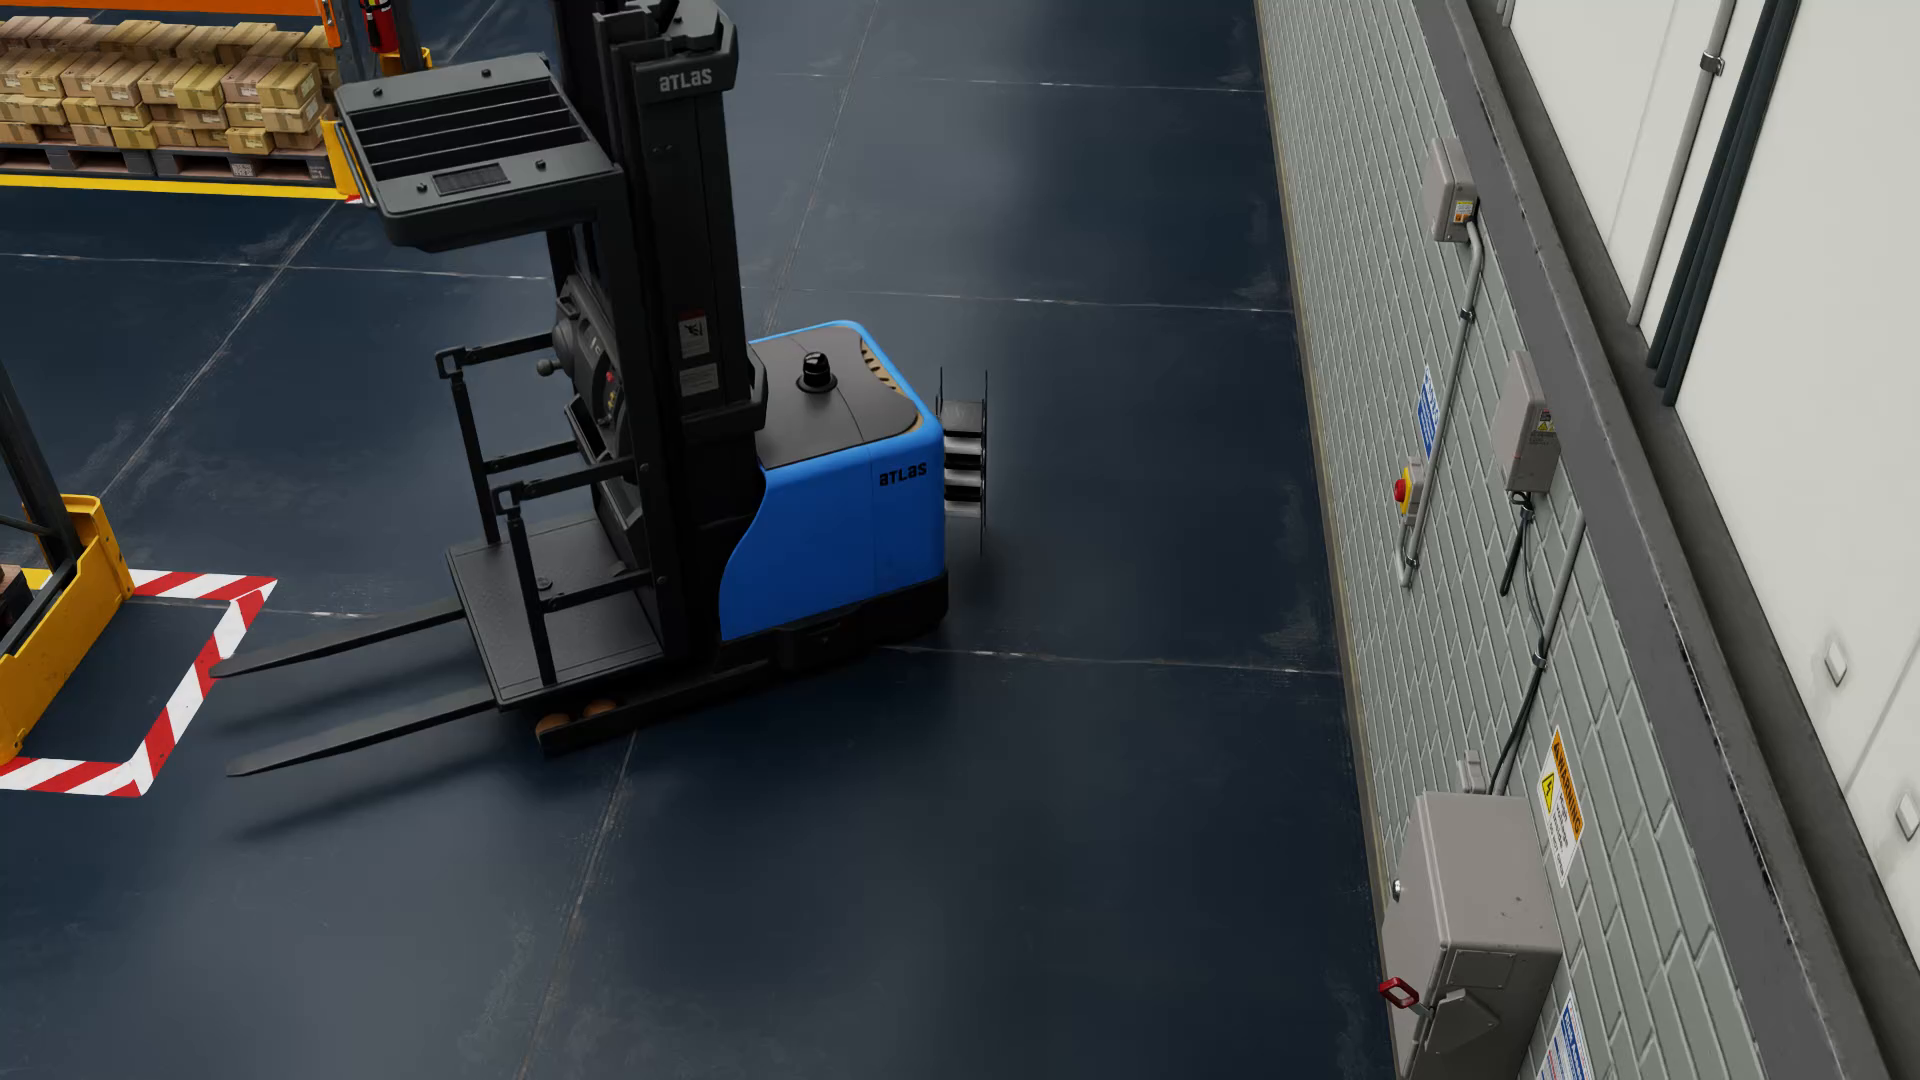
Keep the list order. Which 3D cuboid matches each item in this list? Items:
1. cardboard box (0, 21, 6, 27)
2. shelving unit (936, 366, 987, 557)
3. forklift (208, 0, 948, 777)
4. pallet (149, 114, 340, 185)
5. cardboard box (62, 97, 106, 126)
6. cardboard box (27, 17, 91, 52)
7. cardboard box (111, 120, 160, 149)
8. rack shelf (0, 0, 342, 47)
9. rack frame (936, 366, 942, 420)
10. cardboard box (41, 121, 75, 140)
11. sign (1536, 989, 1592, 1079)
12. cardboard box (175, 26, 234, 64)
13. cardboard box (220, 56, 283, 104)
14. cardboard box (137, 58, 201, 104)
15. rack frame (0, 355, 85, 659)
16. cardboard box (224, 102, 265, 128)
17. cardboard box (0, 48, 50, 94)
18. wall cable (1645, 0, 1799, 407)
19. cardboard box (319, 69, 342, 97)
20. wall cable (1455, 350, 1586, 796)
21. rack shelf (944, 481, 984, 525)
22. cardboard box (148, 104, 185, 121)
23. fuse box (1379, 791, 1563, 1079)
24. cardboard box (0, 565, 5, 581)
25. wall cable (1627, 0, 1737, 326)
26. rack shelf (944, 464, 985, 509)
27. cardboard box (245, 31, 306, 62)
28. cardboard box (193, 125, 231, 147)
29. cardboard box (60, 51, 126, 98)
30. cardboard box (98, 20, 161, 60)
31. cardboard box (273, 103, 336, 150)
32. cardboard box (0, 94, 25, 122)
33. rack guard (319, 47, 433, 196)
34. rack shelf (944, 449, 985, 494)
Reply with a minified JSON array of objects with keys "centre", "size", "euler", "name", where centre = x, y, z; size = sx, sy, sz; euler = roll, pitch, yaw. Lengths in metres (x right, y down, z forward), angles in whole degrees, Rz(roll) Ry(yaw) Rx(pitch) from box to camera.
[{"centre":[-6.553,-3.317,11.074],"size":[0.250,0.149,0.380],"euler":[4,39,5],"name":"cardboard box"},{"centre":[0.008,-0.349,7.636],"size":[0.210,0.900,0.258],"euler":[3,39,4],"name":"shelving unit"},{"centre":[-1.611,-0.643,6.388],"size":[3.031,2.935,1.130],"euler":[-16,42,-19],"name":"forklift"},{"centre":[-4.585,-2.718,11.092],"size":[1.213,0.211,1.003],"euler":[3,39,4],"name":"pallet"},{"centre":[-5.542,-2.823,10.703],"size":[0.250,0.149,0.380],"euler":[5,39,6],"name":"cardboard box"},{"centre":[-6.006,-3.354,11.119],"size":[0.250,0.149,0.380],"euler":[2,39,2],"name":"cardboard box"},{"centre":[-5.273,-2.682,10.765],"size":[0.250,0.149,0.380],"euler":[1,39,2],"name":"cardboard box"},{"centre":[-5.696,-3.558,10.486],"size":[4.000,0.370,1.077],"euler":[3,39,4],"name":"rack shelf"},{"centre":[-0.093,-0.354,7.643],"size":[0.006,0.900,0.240],"euler":[3,39,4],"name":"rack frame"},{"centre":[-5.789,-2.770,10.873],"size":[0.250,0.149,0.380],"euler":[4,39,5],"name":"cardboard box"},{"centre":[1.427,1.355,3.955],"size":[0.001,0.494,0.329],"euler":[3,39,4],"name":"sign"},{"centre":[-4.975,-3.254,10.996],"size":[0.250,0.149,0.380],"euler":[1,39,2],"name":"cardboard box"},{"centre":[-4.498,-2.936,10.605],"size":[0.250,0.149,0.380],"euler":[4,39,5],"name":"cardboard box"},{"centre":[-5.019,-2.924,10.591],"size":[0.250,0.149,0.380],"euler":[2,39,2],"name":"cardboard box"},{"centre":[-4.030,-0.610,6.293],"size":[0.127,3.000,1.000],"euler":[3,39,4],"name":"rack frame"},{"centre":[-4.509,-2.798,10.672],"size":[0.250,0.149,0.380],"euler":[2,39,3],"name":"cardboard box"},{"centre":[-6.050,-3.022,10.711],"size":[0.250,0.149,0.380],"euler":[2,39,2],"name":"cardboard box"},{"centre":[1.316,-0.595,1.494],"size":[0.133,3.039,2.988],"euler":[3,39,4],"name":"wall cable"},{"centre":[-4.203,-3.091,11.032],"size":[0.250,0.149,0.380],"euler":[5,39,6],"name":"cardboard box"},{"centre":[1.479,0.181,4.517],"size":[0.122,1.984,0.588],"euler":[3,39,4],"name":"wall cable"},{"centre":[0.008,-0.183,7.771],"size":[0.200,0.077,0.258],"euler":[3,39,4],"name":"rack shelf"},{"centre":[-5.030,-2.857,10.744],"size":[0.250,0.149,0.380],"euler":[3,39,3],"name":"cardboard box"},{"centre":[1.264,1.496,4.727],"size":[0.414,1.711,0.539],"euler":[3,39,4],"name":"fuse box"},{"centre":[-4.696,0.248,6.937],"size":[0.875,0.438,0.875],"euler":[2,39,2],"name":"cardboard box"},{"centre":[1.594,-2.331,3.656],"size":[0.029,3.000,2.355],"euler":[3,39,4],"name":"wall cable"},{"centre":[0.008,-0.253,7.714],"size":[0.200,0.077,0.258],"euler":[3,39,4],"name":"rack shelf"},{"centre":[-4.481,-3.198,10.928],"size":[0.250,0.149,0.380],"euler":[4,39,5],"name":"cardboard box"},{"centre":[-4.766,-2.702,10.790],"size":[0.250,0.149,0.380],"euler":[3,39,4],"name":"cardboard box"},{"centre":[-5.545,-2.987,10.669],"size":[0.250,0.149,0.380],"euler":[2,39,2],"name":"cardboard box"},{"centre":[-5.509,-3.318,11.075],"size":[0.250,0.149,0.380],"euler":[4,39,5],"name":"cardboard box"},{"centre":[-4.246,-2.683,10.766],"size":[0.250,0.149,0.380],"euler":[4,39,5],"name":"cardboard box"},{"centre":[-6.062,-2.850,10.736],"size":[0.250,0.149,0.380],"euler":[3,39,3],"name":"cardboard box"},{"centre":[-3.779,-2.763,10.919],"size":[0.348,0.500,1.175],"euler":[3,39,4],"name":"rack guard"},{"centre":[0.008,-0.323,7.657],"size":[0.200,0.077,0.258],"euler":[3,39,4],"name":"rack shelf"}]
